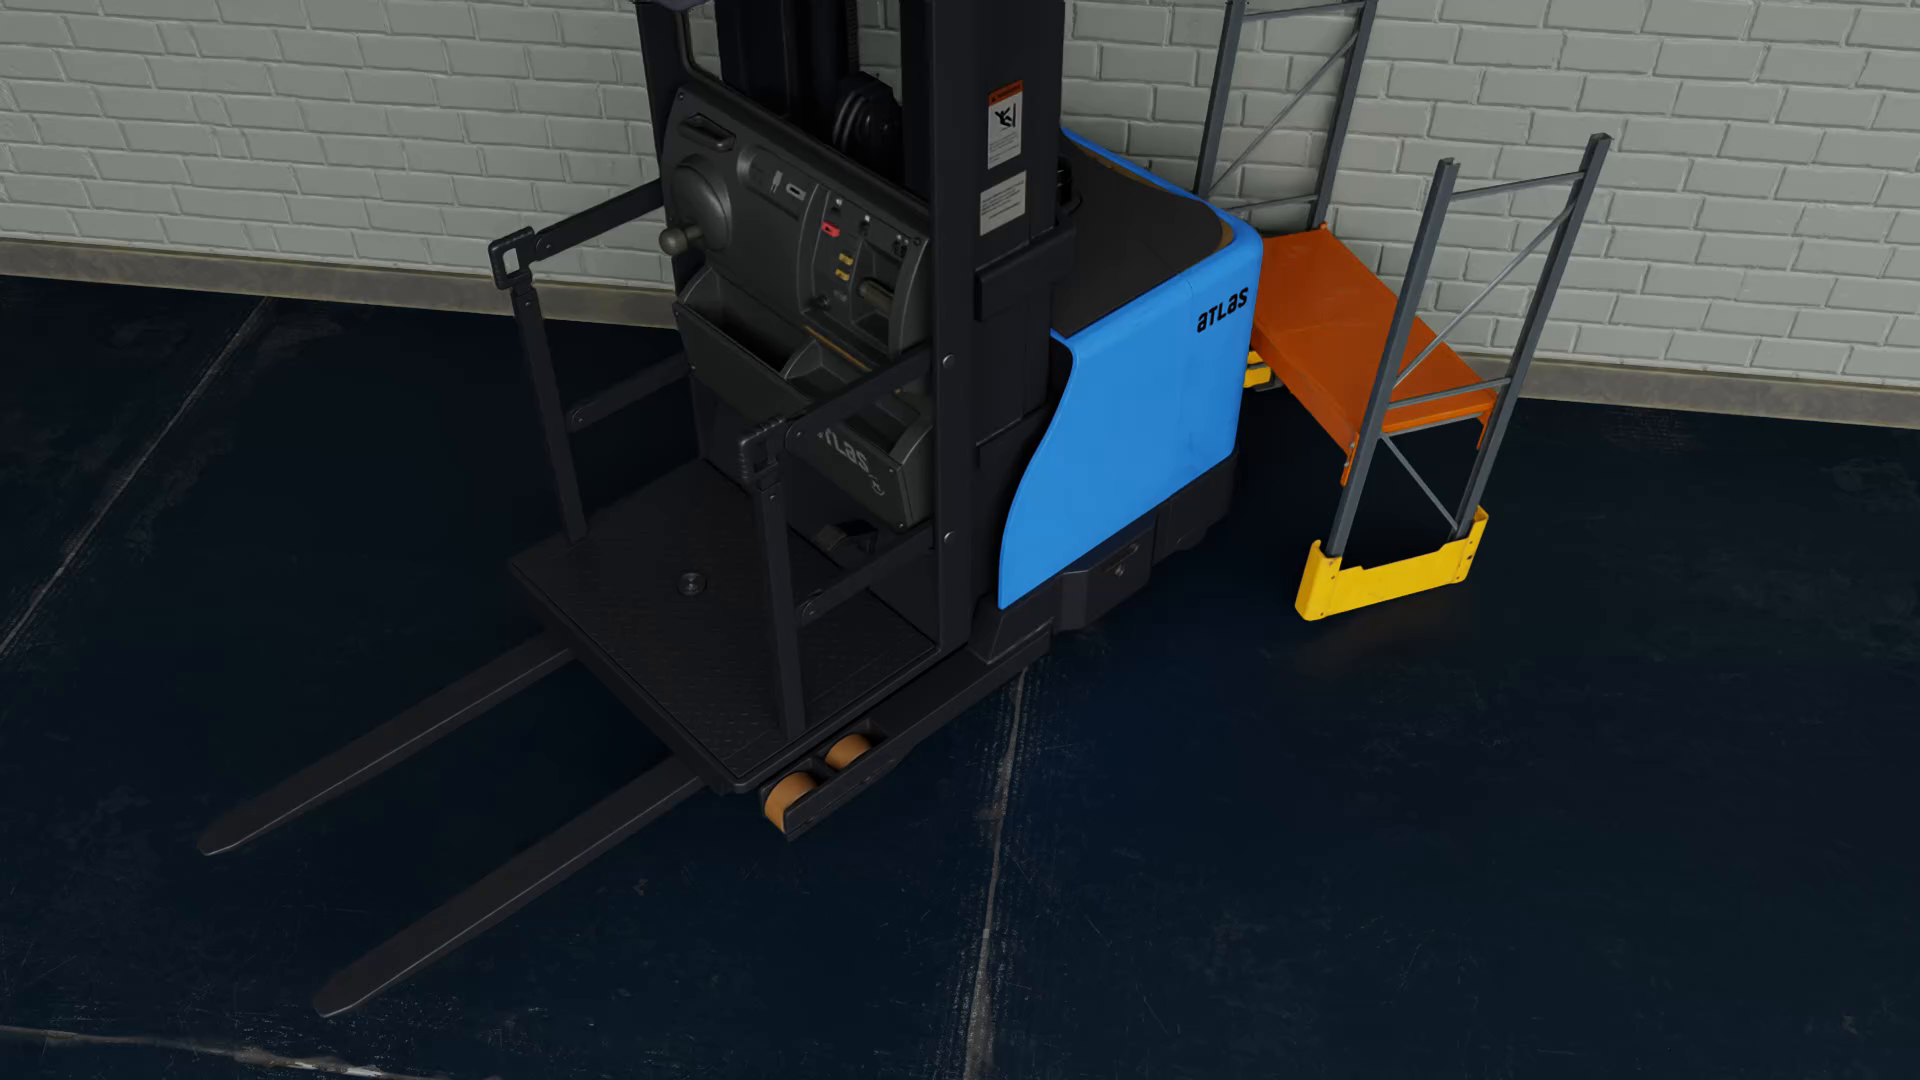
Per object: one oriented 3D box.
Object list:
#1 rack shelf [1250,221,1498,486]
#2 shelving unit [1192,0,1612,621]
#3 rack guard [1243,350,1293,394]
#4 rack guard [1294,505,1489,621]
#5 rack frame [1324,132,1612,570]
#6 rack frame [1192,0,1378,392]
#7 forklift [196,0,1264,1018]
[{"bbox_3d":[1.126,-0.590,5.012,0.538,0.185,1.000,-13,45,-19],"label":"rack shelf"},{"bbox_3d":[1.141,-0.717,4.886,0.587,1.500,1.083,-13,45,-19],"label":"shelving unit"},{"bbox_3d":[0.910,-0.573,5.637,0.587,0.250,0.087,-13,45,-19],"label":"rack guard"},{"bbox_3d":[1.289,0.063,4.972,0.587,0.250,0.087,-13,45,-19],"label":"rack guard"},{"bbox_3d":[1.332,-0.398,4.552,0.500,1.500,0.032,-13,45,-19],"label":"rack frame"},{"bbox_3d":[0.944,-1.048,5.231,0.500,1.500,0.032,-13,45,-19],"label":"rack frame"},{"bbox_3d":[-0.565,-0.691,3.848,3.031,2.935,1.130,-32,52,-30],"label":"forklift"}]
